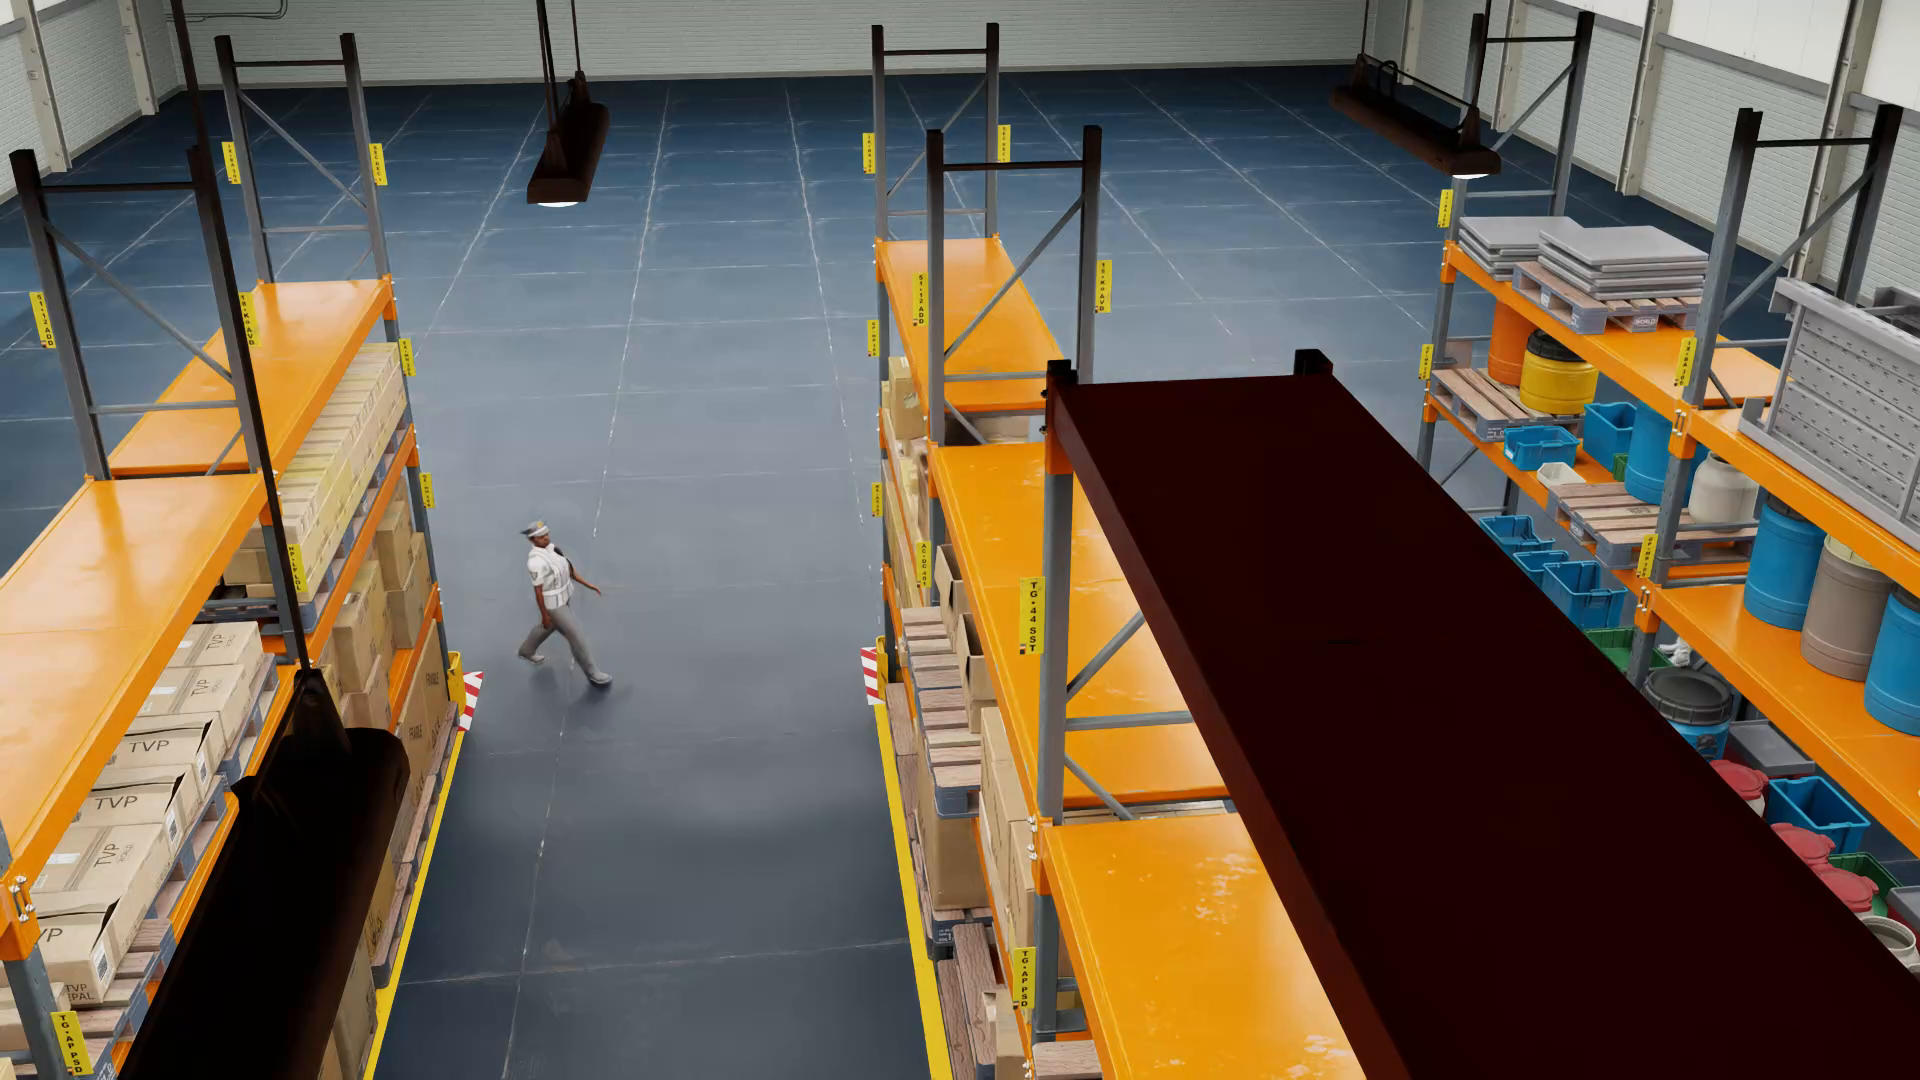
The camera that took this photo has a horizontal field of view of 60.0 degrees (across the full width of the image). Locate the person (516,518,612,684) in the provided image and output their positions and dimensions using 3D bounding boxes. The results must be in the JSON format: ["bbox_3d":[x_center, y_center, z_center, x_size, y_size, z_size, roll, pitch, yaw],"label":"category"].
[{"bbox_3d":[-3.763,0.550,15.438,1.015,1.634,0.506,4,26,8],"label":"person"}]

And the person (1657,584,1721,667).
[{"bbox_3d":[6.905,0.395,15.776,0.553,1.714,0.543,5,26,11],"label":"person"}]
